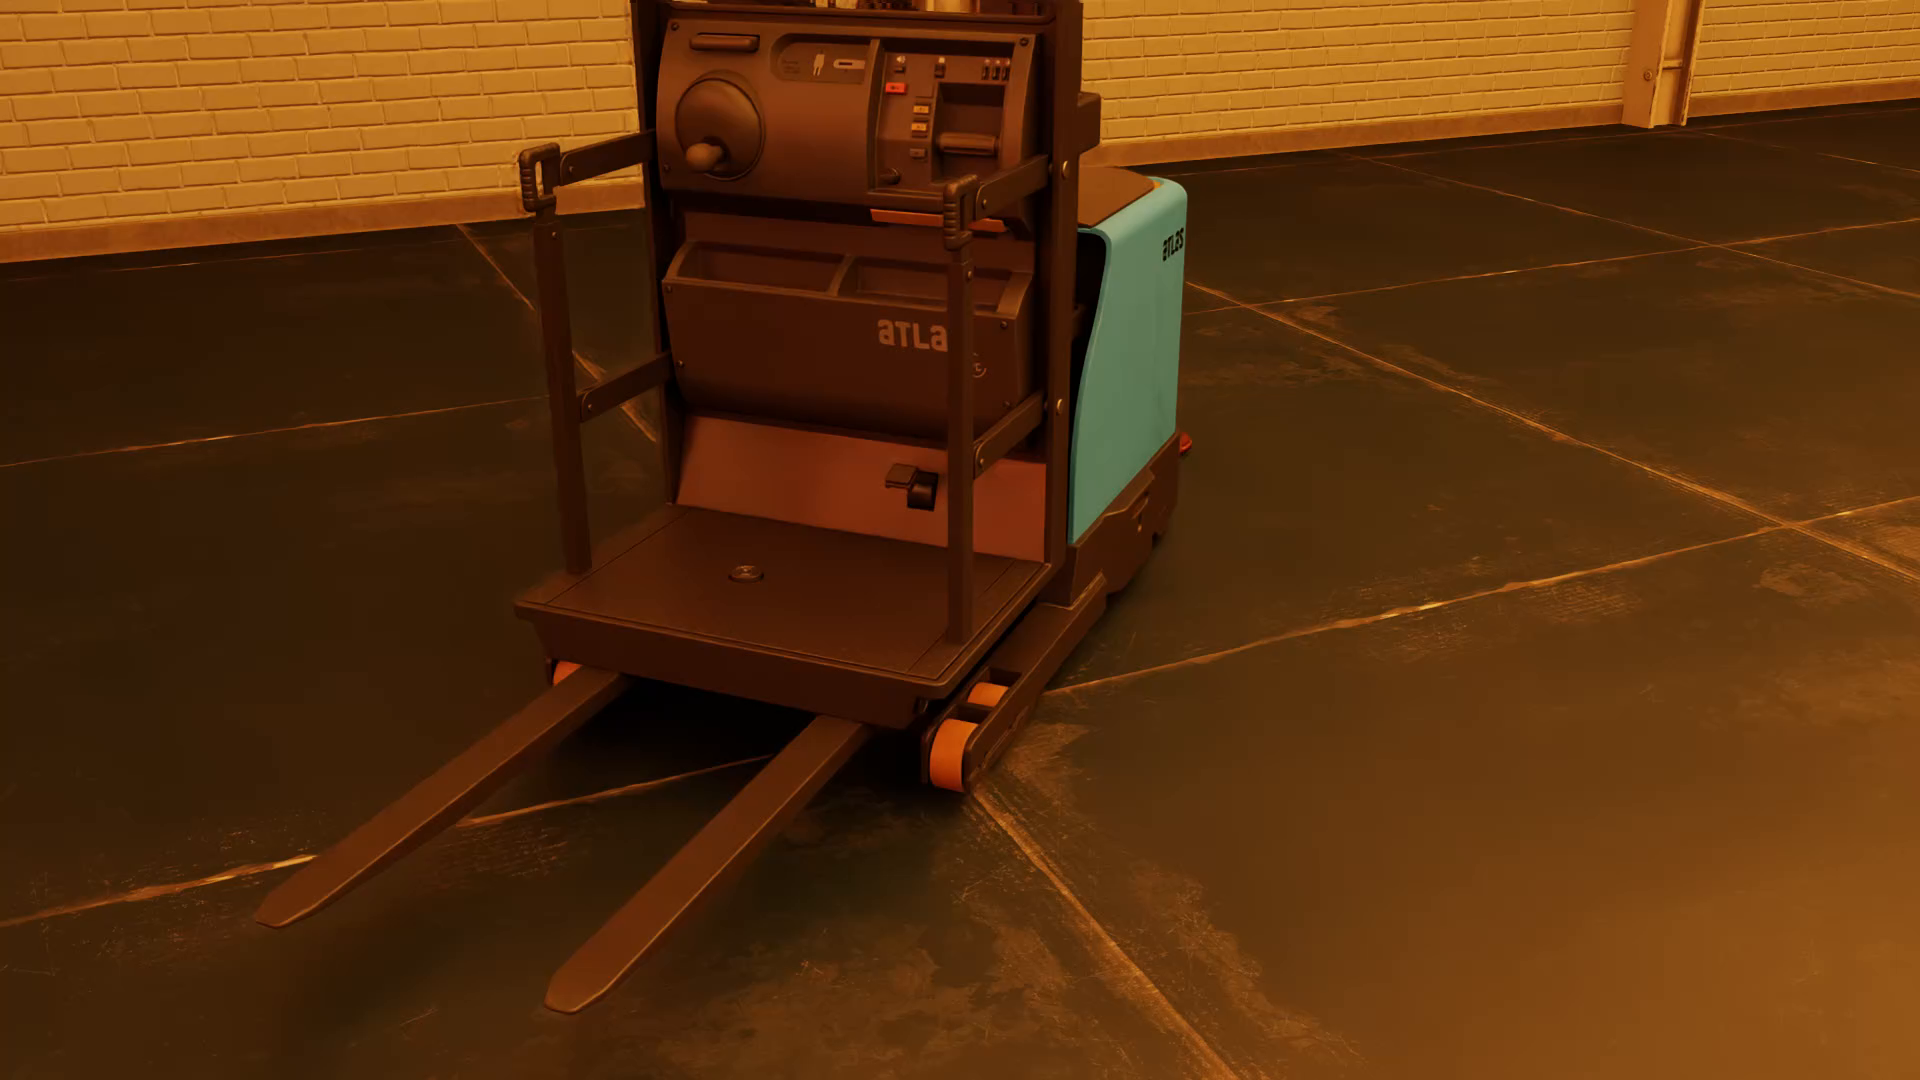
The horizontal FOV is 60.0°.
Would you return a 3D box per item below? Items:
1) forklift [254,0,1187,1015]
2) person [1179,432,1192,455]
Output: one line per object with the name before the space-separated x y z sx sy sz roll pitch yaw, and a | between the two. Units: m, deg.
forklift | -0.355 -0.969 3.618 1.130 2.935 3.031 9 24 21
person | 0.220 -1.122 5.934 0.912 1.470 1.195 -7 24 -16
